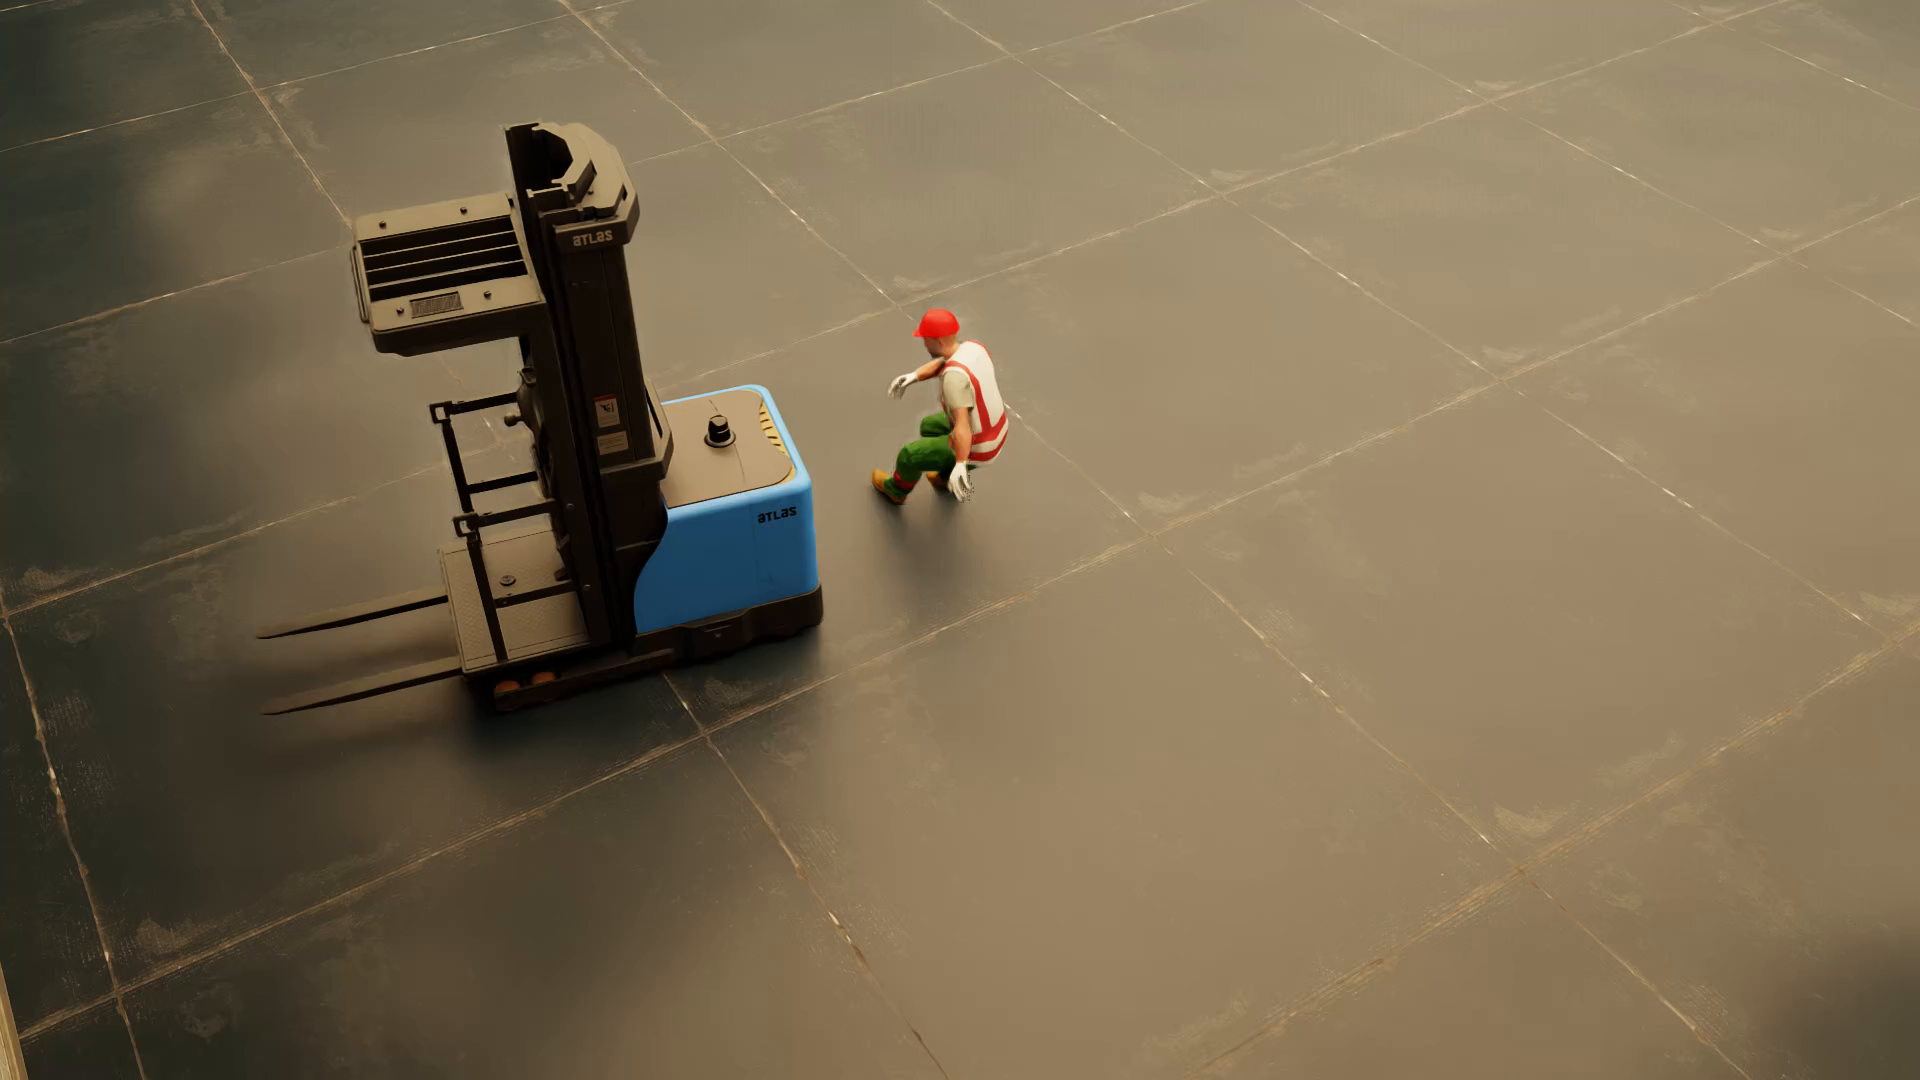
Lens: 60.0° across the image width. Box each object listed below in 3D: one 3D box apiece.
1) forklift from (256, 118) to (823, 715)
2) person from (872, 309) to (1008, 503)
[{"bbox_3d":[-2.354,-0.571,8.525,3.031,2.935,1.130,-14,43,-15],"label":"forklift"},{"bbox_3d":[-0.207,-0.619,9.684,0.965,1.507,1.087,15,43,16],"label":"person"}]
